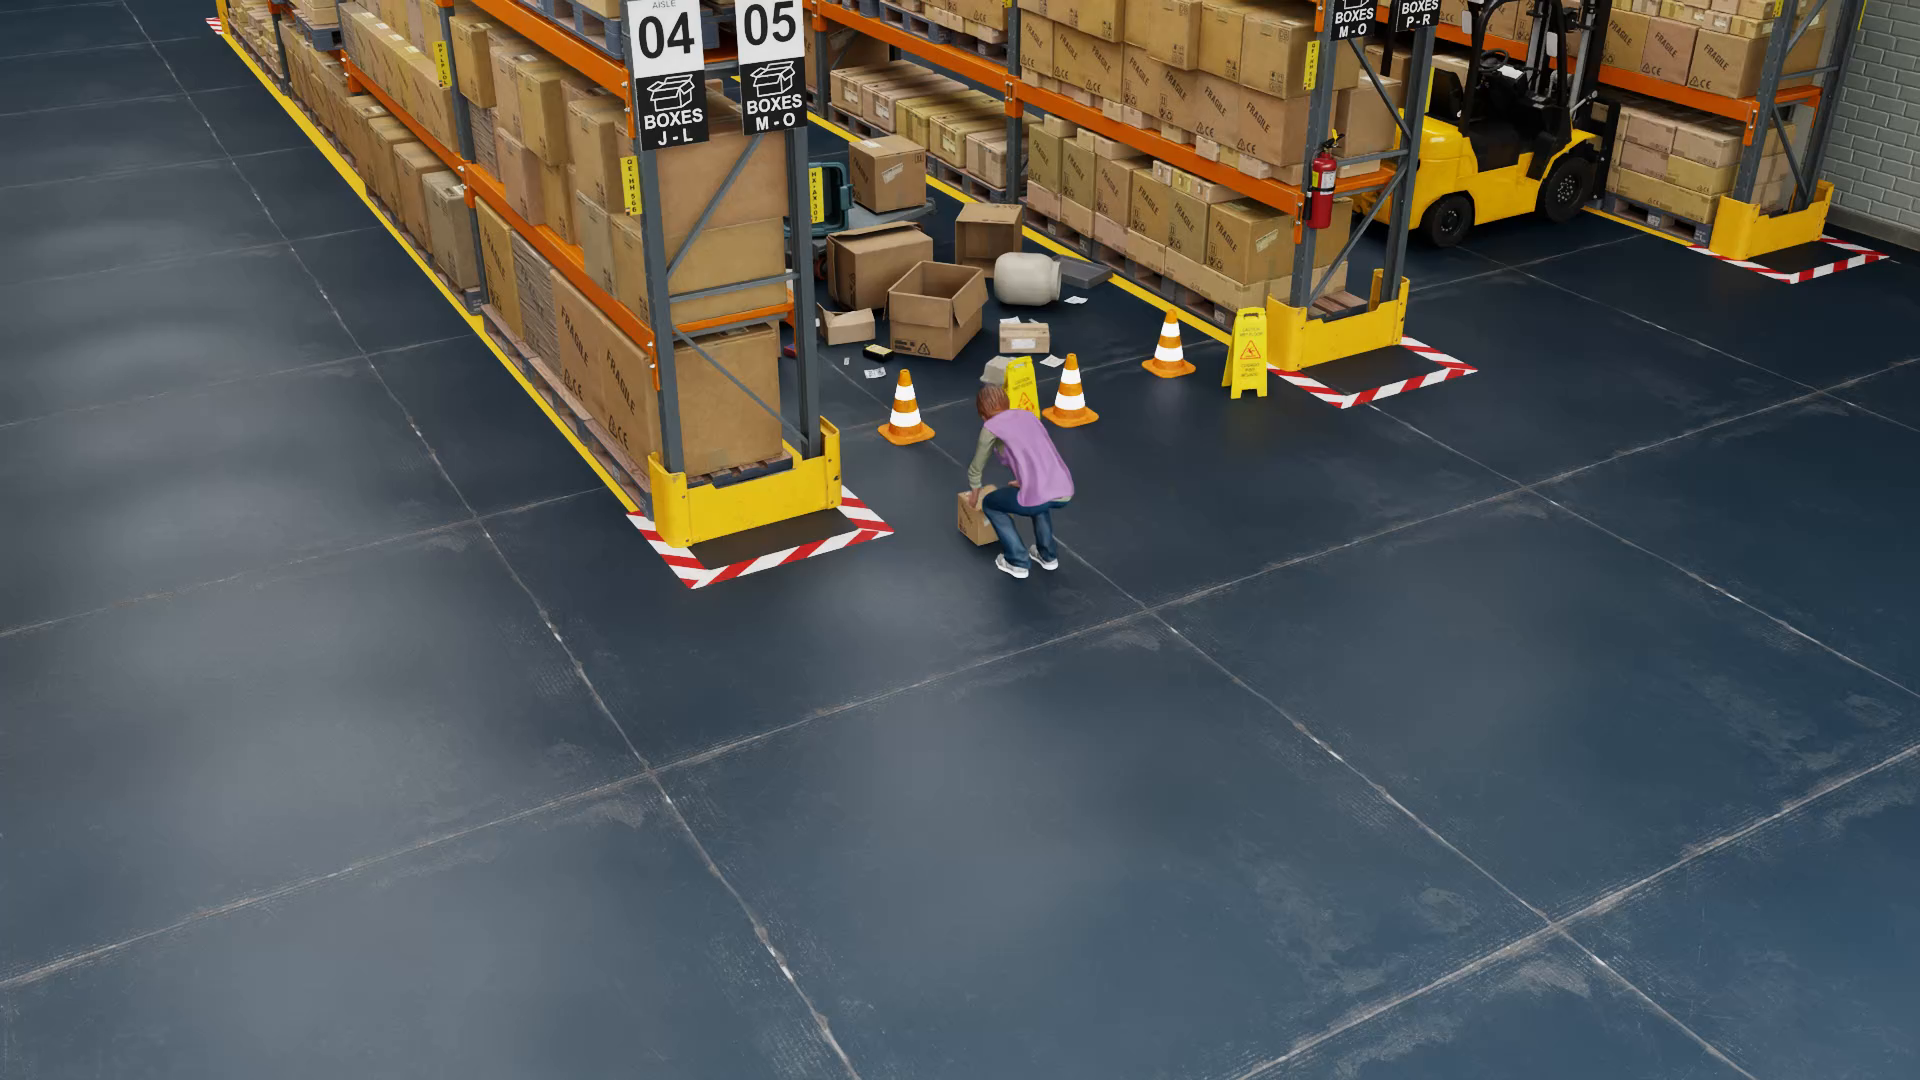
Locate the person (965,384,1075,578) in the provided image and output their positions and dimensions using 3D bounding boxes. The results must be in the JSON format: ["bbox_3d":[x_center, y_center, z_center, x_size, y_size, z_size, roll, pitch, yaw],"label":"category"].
[{"bbox_3d":[0.339,-0.317,9.697,0.458,1.035,0.762,-16,33,-26],"label":"person"}]
